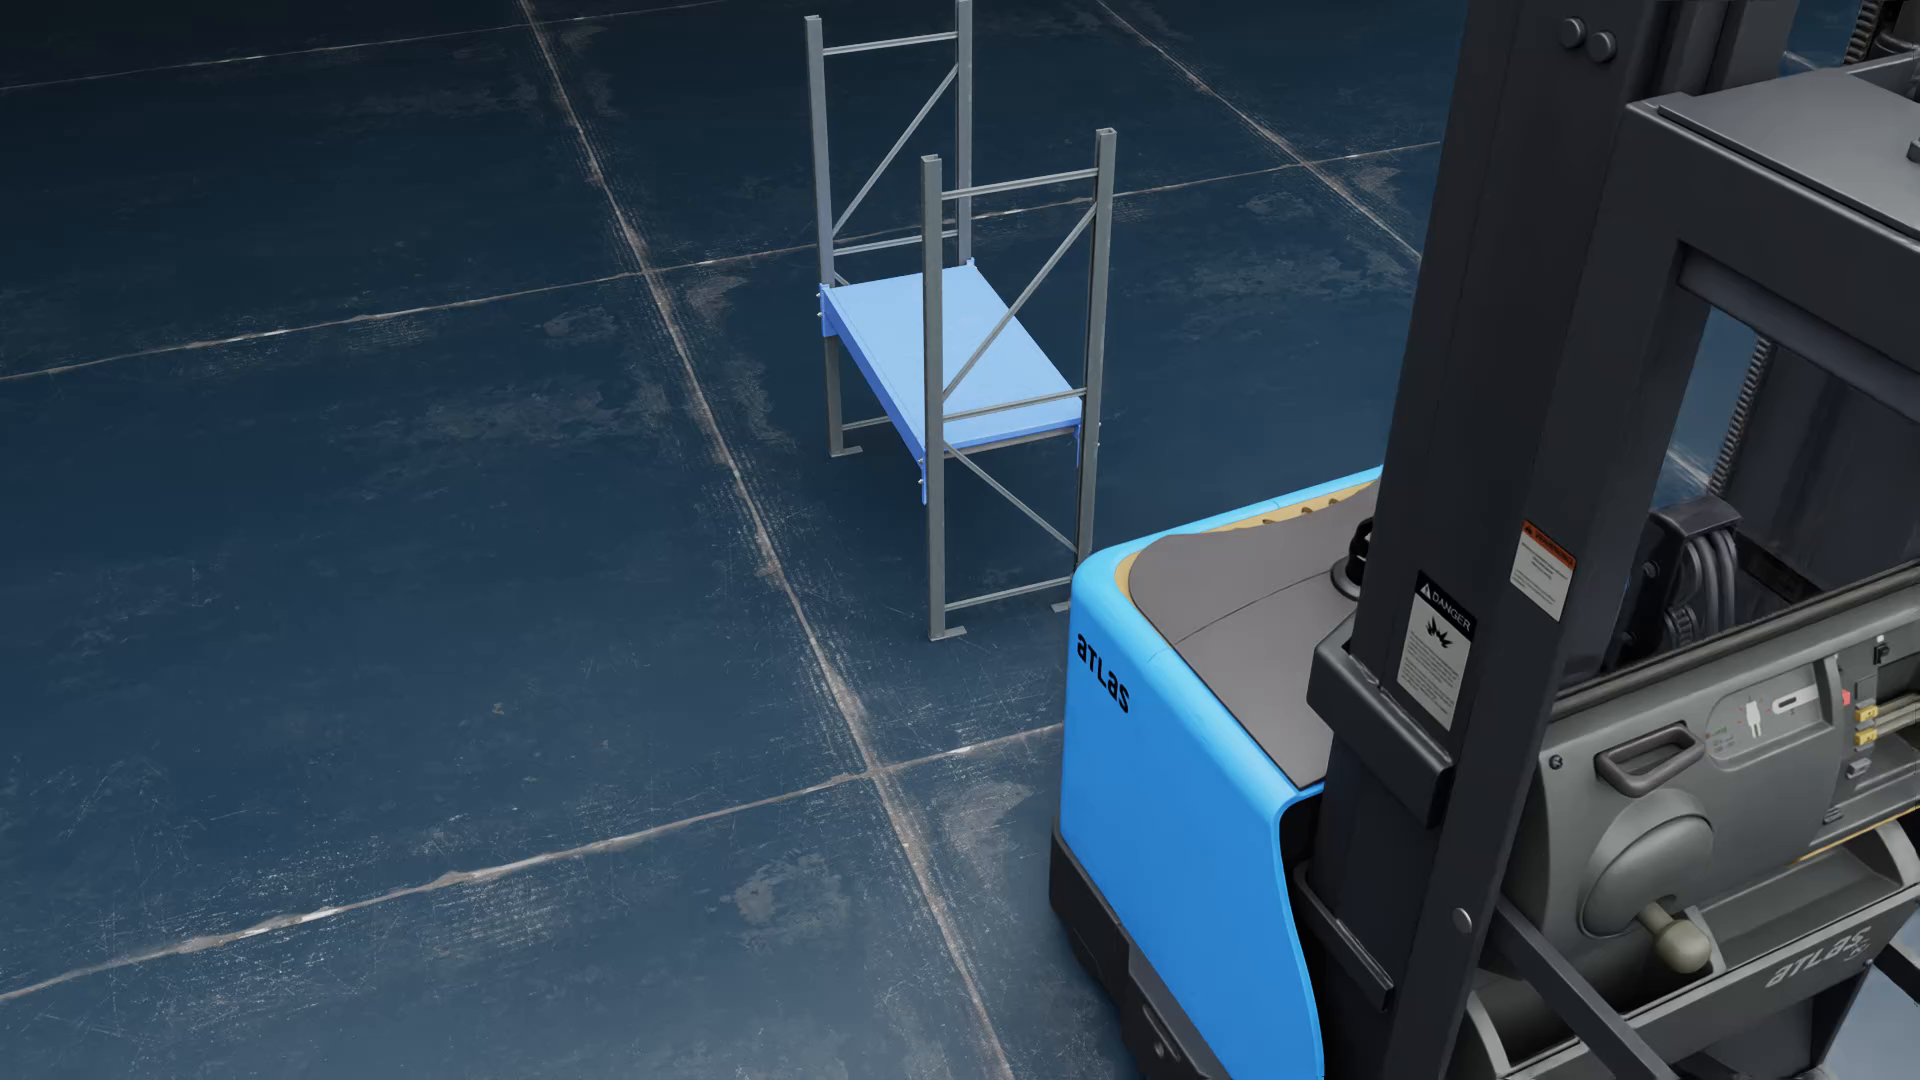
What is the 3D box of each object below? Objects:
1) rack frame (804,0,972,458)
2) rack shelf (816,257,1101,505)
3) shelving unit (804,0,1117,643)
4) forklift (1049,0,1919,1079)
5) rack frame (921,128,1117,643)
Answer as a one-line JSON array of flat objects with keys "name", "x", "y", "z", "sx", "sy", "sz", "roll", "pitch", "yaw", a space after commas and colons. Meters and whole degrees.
[{"name": "rack frame", "x": -0.204, "y": -0.934, "z": 5.244, "sx": 0.500, "sy": 1.500, "sz": 0.032, "roll": -12, "pitch": 39, "yaw": -16}, {"name": "rack shelf", "x": -0.029, "y": -0.504, "z": 4.971, "sx": 0.538, "sy": 0.185, "sz": 1.000, "roll": -12, "pitch": 39, "yaw": -16}, {"name": "shelving unit", "x": -0.029, "y": -0.647, "z": 4.863, "sx": 0.538, "sy": 1.500, "sz": 1.048, "roll": -12, "pitch": 39, "yaw": -16}, {"name": "forklift", "x": 1.304, "y": 0.397, "z": 2.287, "sx": 1.130, "sy": 2.935, "sz": 3.031, "roll": -16, "pitch": 40, "yaw": -20}, {"name": "rack frame", "x": 0.146, "y": -0.360, "z": 4.481, "sx": 0.500, "sy": 1.500, "sz": 0.032, "roll": -12, "pitch": 39, "yaw": -16}]
